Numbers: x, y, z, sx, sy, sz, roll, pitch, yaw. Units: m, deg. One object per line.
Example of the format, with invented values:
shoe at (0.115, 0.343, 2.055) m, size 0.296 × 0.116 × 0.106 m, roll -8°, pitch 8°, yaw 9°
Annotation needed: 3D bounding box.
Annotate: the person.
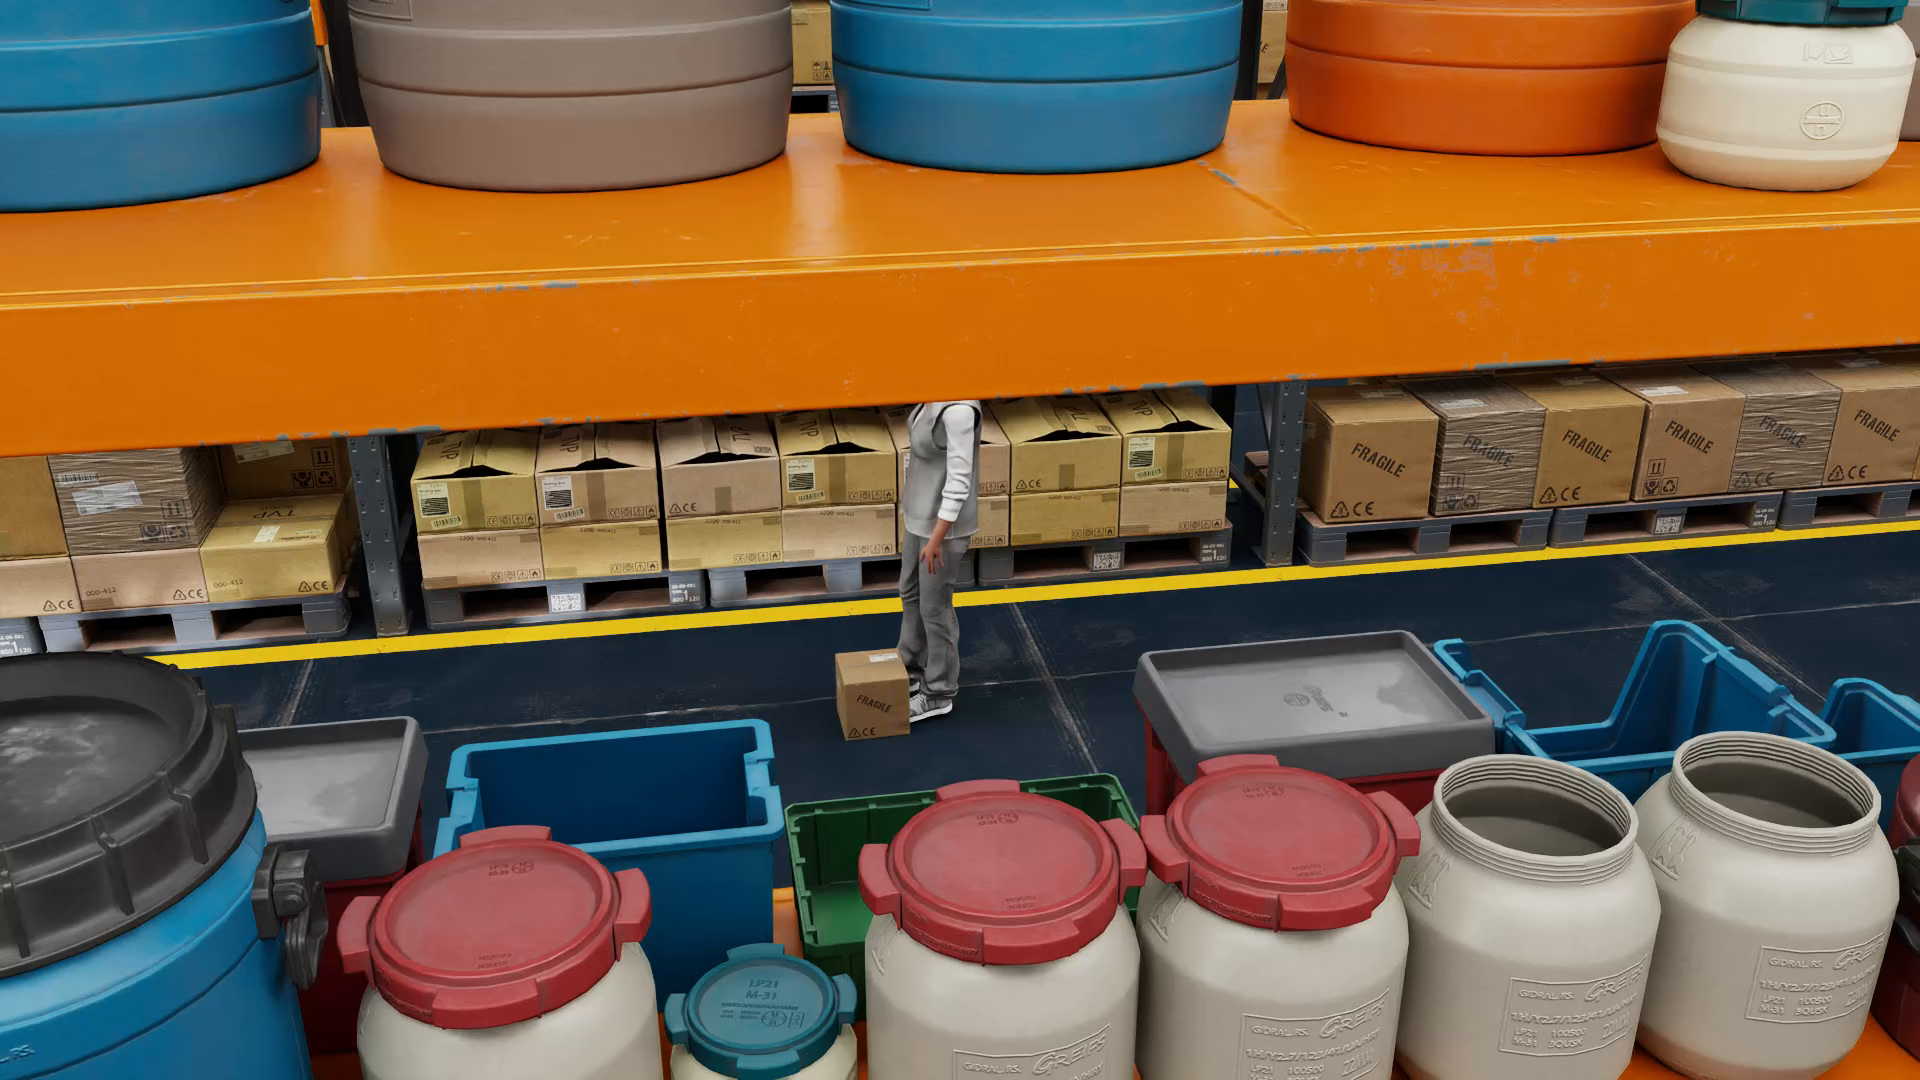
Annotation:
person at (-0.162, -0.056, 6.215) m, size 0.472 × 1.600 × 0.520 m, roll -4°, pitch 24°, yaw -9°
